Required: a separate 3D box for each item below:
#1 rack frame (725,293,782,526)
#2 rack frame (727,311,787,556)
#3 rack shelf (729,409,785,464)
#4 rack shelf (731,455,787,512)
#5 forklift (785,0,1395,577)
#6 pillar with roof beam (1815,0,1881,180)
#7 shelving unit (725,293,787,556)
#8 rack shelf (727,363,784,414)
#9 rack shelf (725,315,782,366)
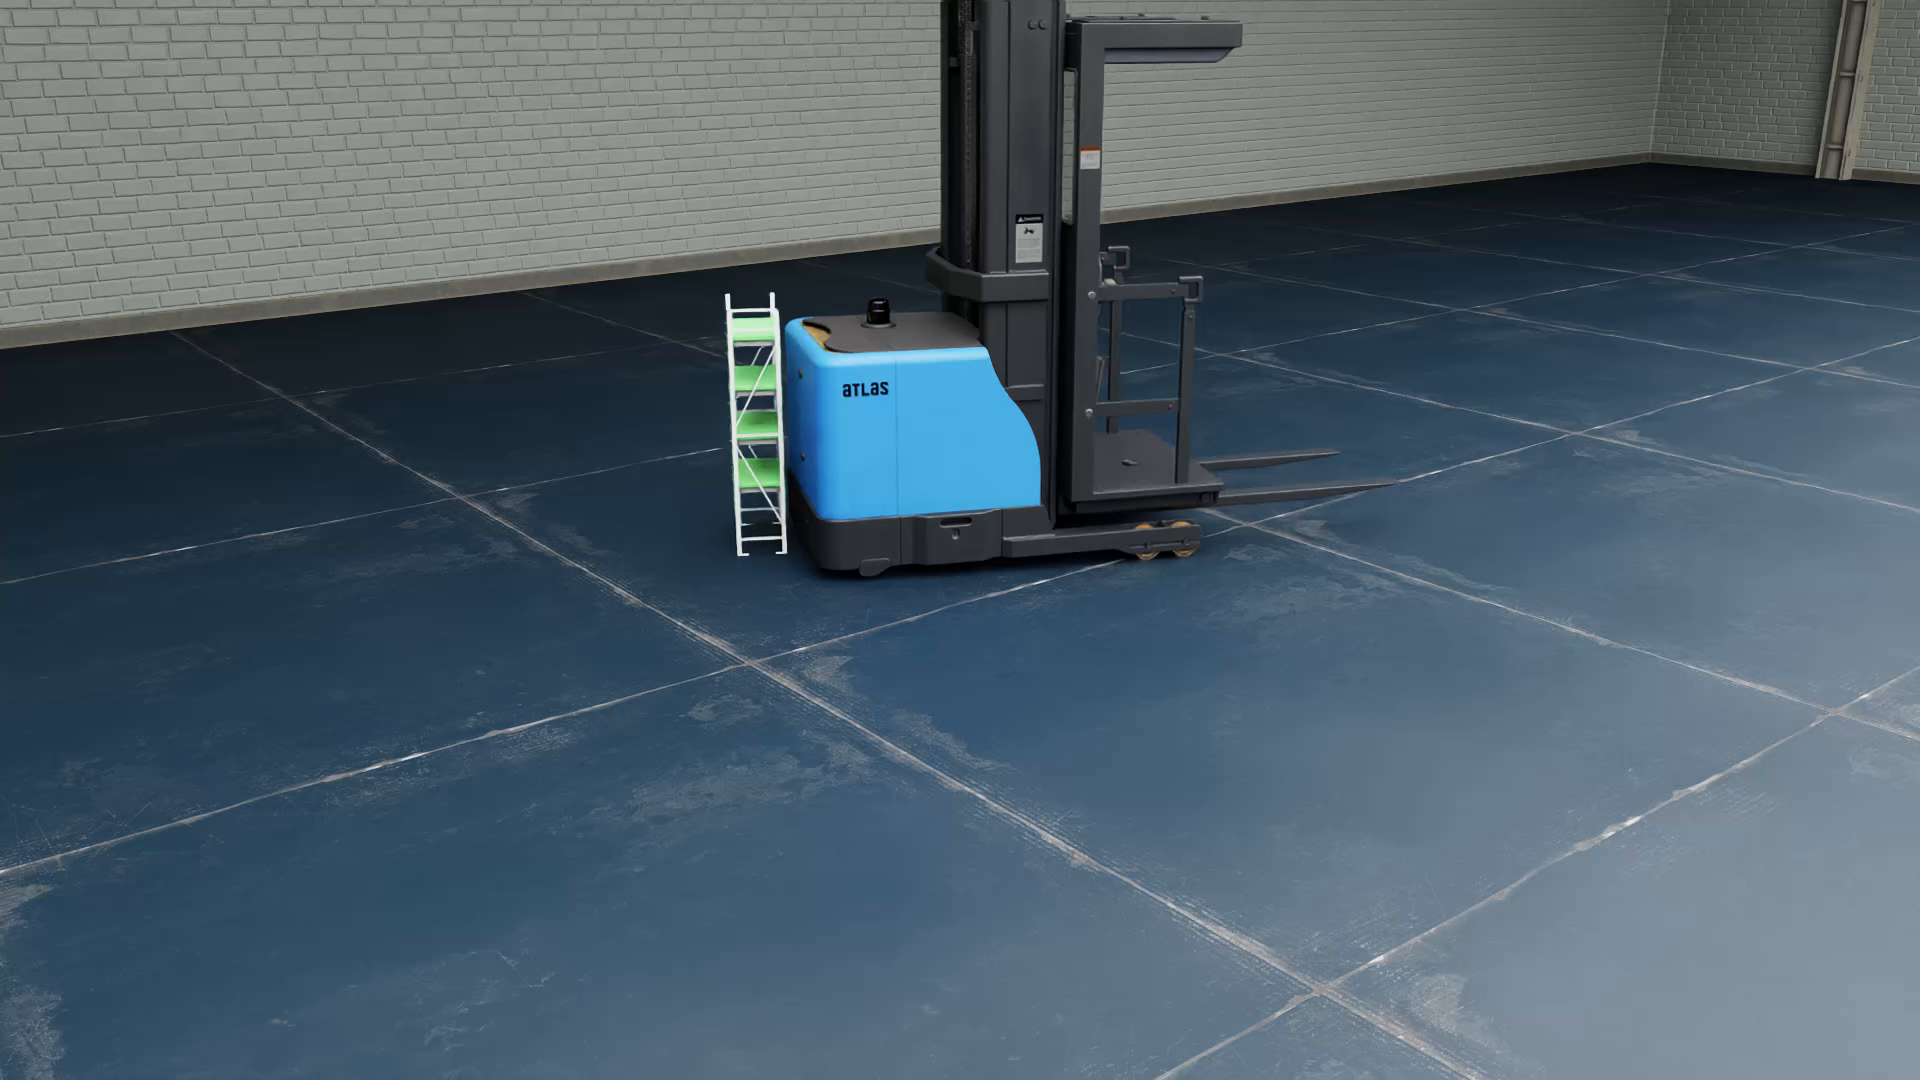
[{"bbox_3d":[-1.040,-0.649,8.415,0.240,1.200,0.015,-3,19,-8],"label":"rack frame"},{"bbox_3d":[-0.968,-0.498,7.957,0.240,1.200,0.015,-3,19,-8],"label":"rack frame"},{"bbox_3d":[-1.004,-0.513,8.206,0.258,0.148,0.480,-3,19,-8],"label":"rack shelf"},{"bbox_3d":[-1.004,-0.285,8.281,0.258,0.148,0.480,-3,19,-8],"label":"rack shelf"},{"bbox_3d":[0.690,-1.454,8.090,3.031,2.935,1.130,-5,19,-14],"label":"forklift"},{"bbox_3d":[9.423,-8.733,20.420,9.100,9.000,0.400,-14,23,-36],"label":"pillar with roof beam"},{"bbox_3d":[-1.004,-0.574,8.186,0.258,1.200,0.503,-3,19,-8],"label":"shelving unit"},{"bbox_3d":[-1.004,-0.741,8.131,0.258,0.148,0.480,-3,19,-8],"label":"rack shelf"},{"bbox_3d":[-1.004,-0.969,8.055,0.258,0.148,0.480,-3,19,-8],"label":"rack shelf"}]
